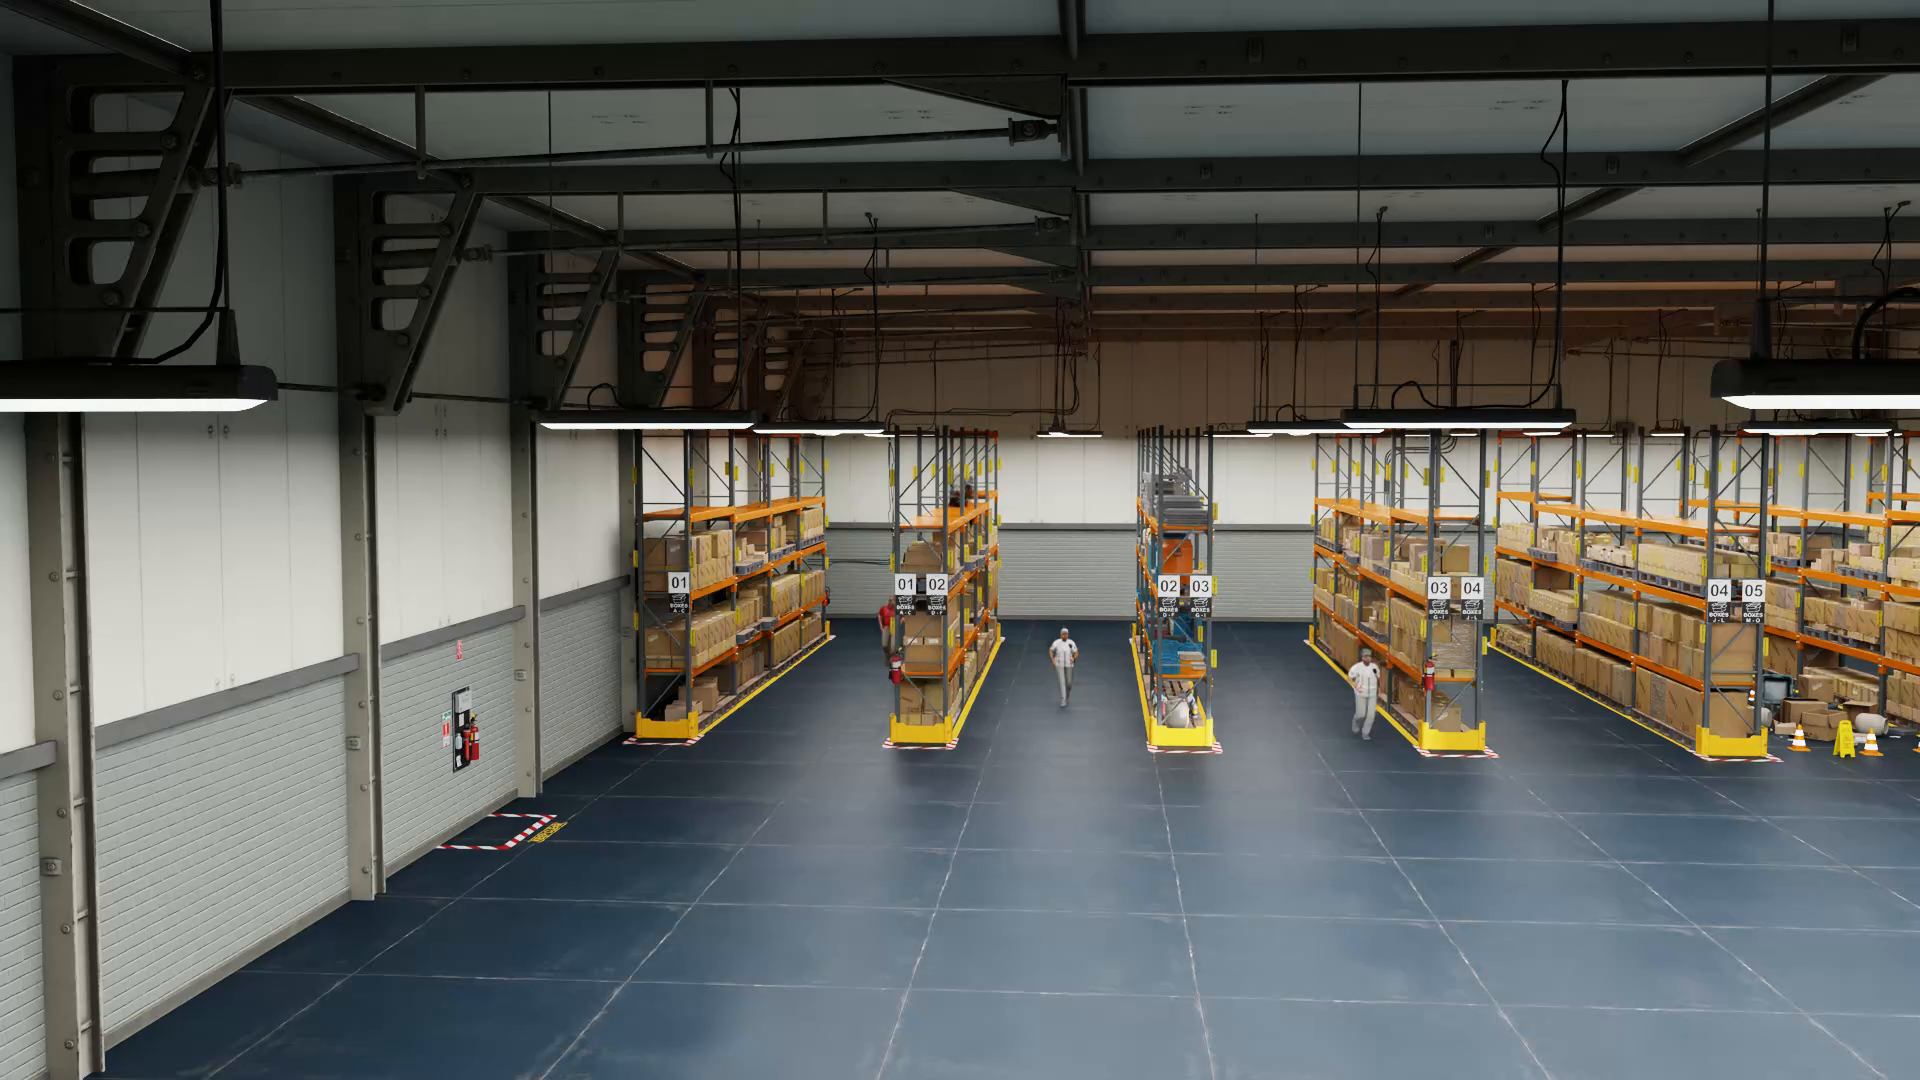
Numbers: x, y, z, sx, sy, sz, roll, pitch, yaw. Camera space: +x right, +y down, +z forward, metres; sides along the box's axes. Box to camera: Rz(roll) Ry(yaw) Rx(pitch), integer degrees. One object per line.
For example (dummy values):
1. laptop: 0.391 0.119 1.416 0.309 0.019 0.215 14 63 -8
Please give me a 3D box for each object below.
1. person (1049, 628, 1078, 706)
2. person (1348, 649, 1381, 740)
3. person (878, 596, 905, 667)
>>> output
1. person: 2.246 2.735 36.028 0.630 1.651 0.724 0 3 -4
2. person: 7.769 2.937 31.882 0.655 1.733 0.603 0 3 -5
3. person: -1.654 2.199 39.780 0.710 1.729 0.529 1 3 10
